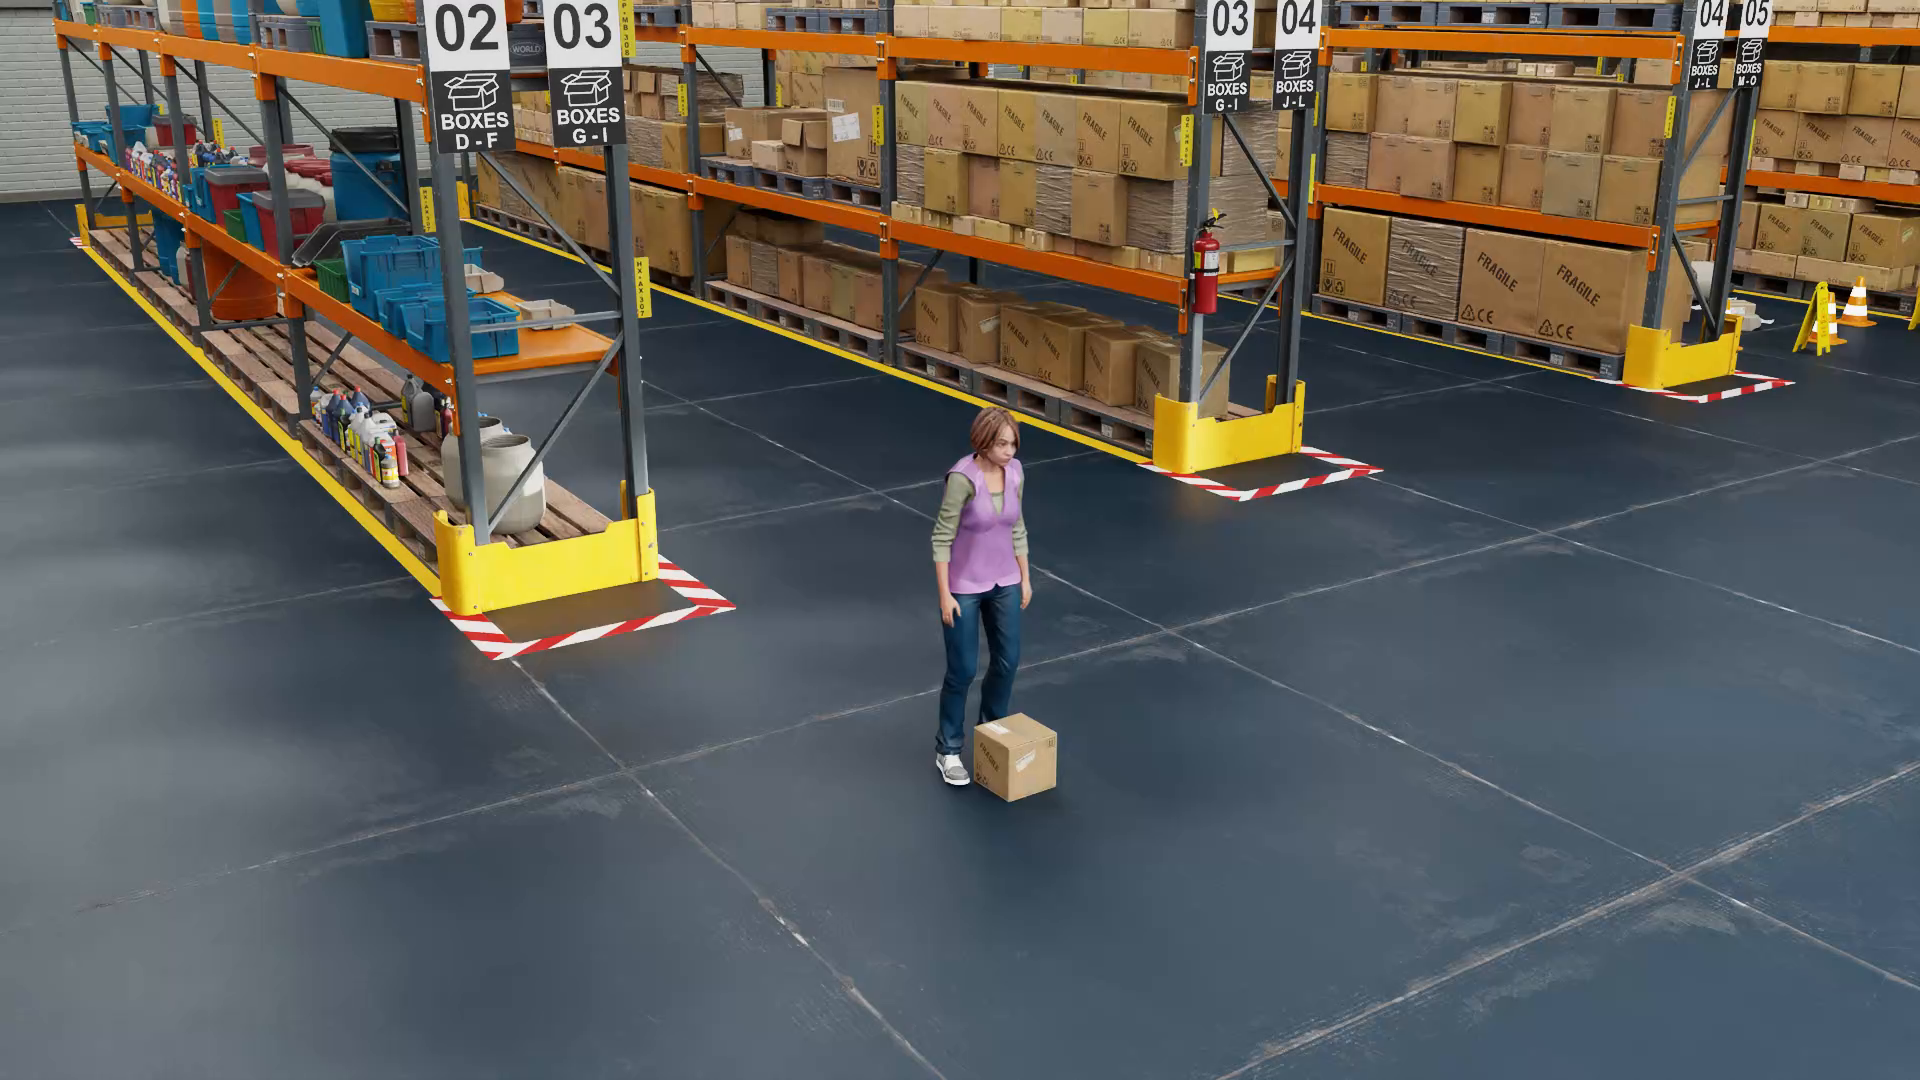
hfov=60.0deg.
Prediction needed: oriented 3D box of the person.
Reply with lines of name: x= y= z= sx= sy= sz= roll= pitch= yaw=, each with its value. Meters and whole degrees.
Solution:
person: x=0.100 y=0.214 z=6.930 sx=0.470 sy=1.593 sz=0.366 roll=-12 pitch=22 yaw=-32
